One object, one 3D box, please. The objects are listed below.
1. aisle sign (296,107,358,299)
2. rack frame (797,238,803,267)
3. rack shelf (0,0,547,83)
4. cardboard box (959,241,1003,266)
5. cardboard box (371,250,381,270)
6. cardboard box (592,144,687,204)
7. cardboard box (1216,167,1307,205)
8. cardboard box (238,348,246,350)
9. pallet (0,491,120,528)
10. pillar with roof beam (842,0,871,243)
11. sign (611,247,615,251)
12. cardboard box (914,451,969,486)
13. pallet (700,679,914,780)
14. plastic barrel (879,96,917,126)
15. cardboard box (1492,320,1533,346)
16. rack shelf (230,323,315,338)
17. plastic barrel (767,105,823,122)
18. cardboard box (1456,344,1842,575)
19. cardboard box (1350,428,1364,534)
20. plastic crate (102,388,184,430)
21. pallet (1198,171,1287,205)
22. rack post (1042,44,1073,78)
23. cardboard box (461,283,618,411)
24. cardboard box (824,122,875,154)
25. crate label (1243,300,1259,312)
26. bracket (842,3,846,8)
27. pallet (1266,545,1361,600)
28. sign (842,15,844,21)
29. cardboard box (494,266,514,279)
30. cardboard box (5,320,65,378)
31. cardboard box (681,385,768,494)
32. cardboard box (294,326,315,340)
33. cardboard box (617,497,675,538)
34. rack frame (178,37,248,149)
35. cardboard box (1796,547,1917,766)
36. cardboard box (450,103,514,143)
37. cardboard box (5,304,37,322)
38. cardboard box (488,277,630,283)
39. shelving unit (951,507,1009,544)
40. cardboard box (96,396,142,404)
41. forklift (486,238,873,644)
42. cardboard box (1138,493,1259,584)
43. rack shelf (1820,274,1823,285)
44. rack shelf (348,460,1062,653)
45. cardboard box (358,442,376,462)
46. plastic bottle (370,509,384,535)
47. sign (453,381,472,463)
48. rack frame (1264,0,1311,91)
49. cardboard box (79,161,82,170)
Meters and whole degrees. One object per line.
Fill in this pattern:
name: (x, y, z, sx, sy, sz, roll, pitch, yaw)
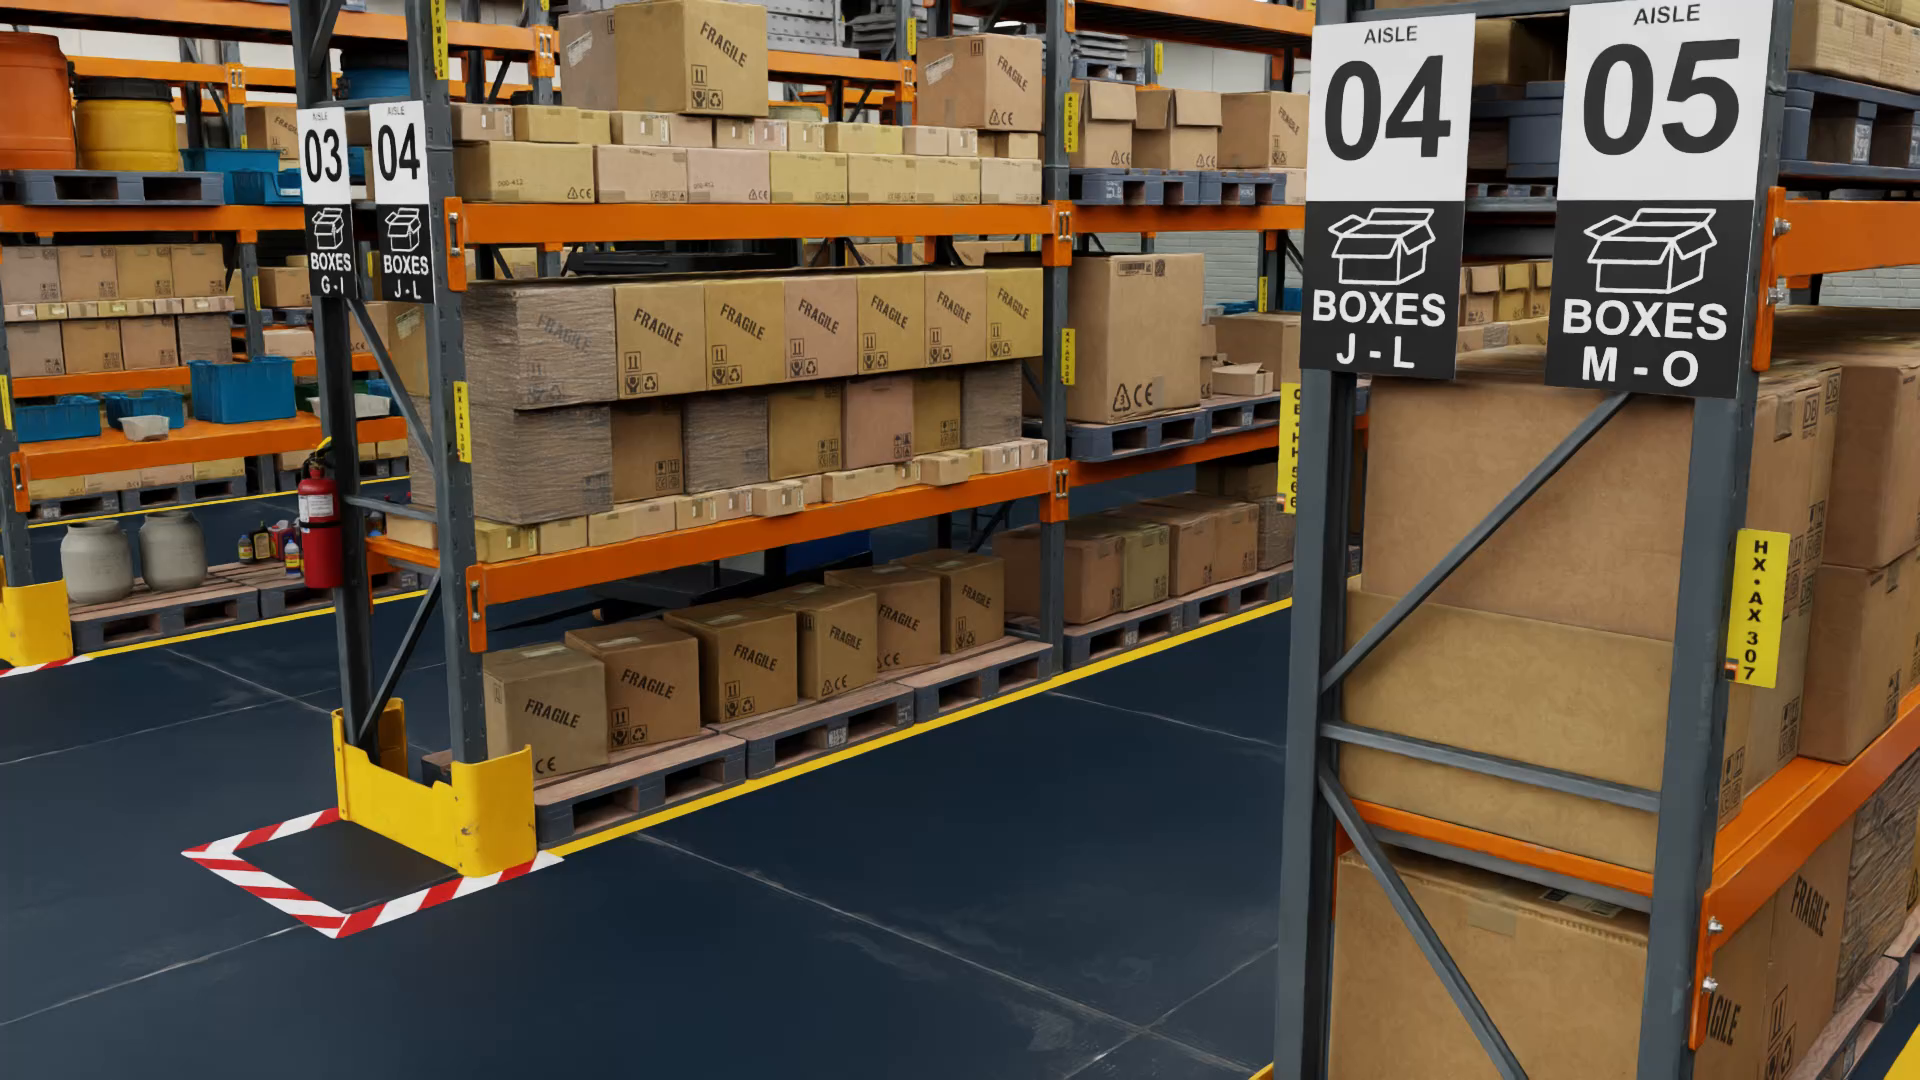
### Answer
aisle sign: (-2.692, -1.429, 7.071, 0.394, 0.787, 0.004, 10, 15, 40)
rack frame: (-3.027, -4.400, 28.582, 1.000, 3.000, 0.127, 10, 15, 40)
rack shelf: (-4.826, -3.452, 11.378, 1.077, 0.370, 4.000, 10, 15, 40)
cardboard box: (0.277, -4.124, 24.392, 0.500, 0.500, 0.500, 10, 15, 42)
cardboard box: (-7.795, -3.833, 22.763, 0.500, 0.250, 0.500, 10, 15, 42)
cardboard box: (-1.578, -1.636, 7.469, 0.500, 0.250, 0.500, 9, 15, 39)
cardboard box: (2.074, -2.449, 11.539, 0.500, 0.250, 0.500, 10, 15, 42)
cardboard box: (-9.167, -2.392, 21.874, 0.500, 0.250, 0.500, 10, 15, 41)
pallet: (-8.586, -0.335, 15.350, 1.003, 0.211, 1.213, 10, 15, 40)
pillar with roof beam: (1.340, -7.294, 27.756, 9.100, 9.000, 0.548, 10, 15, 40)
sign: (-5.253, -4.272, 25.186, 0.100, 0.325, 0.005, 10, 15, 40)
cardboard box: (-0.170, -0.405, 9.220, 0.380, 0.149, 0.250, 10, 15, 40)
pallet: (-1.008, 0.938, 8.976, 1.003, 0.211, 1.213, 10, 15, 40)
plastic barrel: (-0.489, -3.913, 16.315, 0.600, 0.830, 0.708, 10, 15, 40)
cardboard box: (4.720, -1.685, 14.736, 0.500, 0.500, 0.500, 10, 15, 40)
rack shelf: (-9.628, -2.576, 21.286, 1.077, 0.370, 4.000, 10, 15, 40)
plastic barrel: (-1.571, -3.566, 15.469, 0.600, 0.901, 0.600, 0, 11, 0)
cardboard box: (1.801, -0.214, 4.484, 0.875, 0.550, 0.550, 10, 15, 40)
cardboard box: (3.326, -0.564, 13.732, 1.225, 0.875, 0.875, 9, 14, 38)
plastic crate: (-5.608, -0.899, 11.435, 0.499, 0.251, 0.408, 10, 15, 40)
pallet: (1.384, -2.322, 11.000, 1.213, 0.211, 1.003, 10, 15, 40)
rack post: (0.534, -4.913, 17.110, 0.954, 0.300, 0.937, -10, 15, -41)
cardboard box: (-1.858, -0.856, 7.269, 0.500, 0.500, 0.500, 10, 15, 40)
cardboard box: (-0.649, -2.026, 8.404, 0.380, 0.149, 0.250, 11, 16, 43)
crate label: (4.005, -3.073, 22.211, 0.416, 0.233, 0.303, 10, 15, 40)
bracket: (-3.613, -9.127, 27.745, 0.076, 0.066, 4.783, 10, 15, 40)
pallet: (2.338, 0.181, 12.768, 1.003, 0.211, 1.213, 10, 15, 40)
sign: (-1.523, -6.578, 21.382, 0.100, 0.325, 0.005, 10, 15, 40)
cardboard box: (-6.776, -3.692, 23.973, 0.500, 0.500, 0.500, 10, 15, 42)
cardboard box: (-8.527, -1.750, 15.060, 0.700, 0.500, 0.500, 10, 15, 42)
cardboard box: (-1.440, -0.554, 8.311, 0.875, 0.500, 0.500, 10, 15, 40)
cardboard box: (-6.782, -2.082, 17.318, 0.396, 0.266, 0.258, 9, 15, 39)
cardboard box: (-1.554, -0.121, 7.801, 0.380, 0.149, 0.250, 10, 15, 40)
rack frame: (-7.224, -4.936, 15.951, 1.000, 3.000, 0.127, 10, 15, 40)
cardboard box: (2.255, 0.248, 4.930, 0.875, 0.550, 0.550, 10, 15, 40)
cardboard box: (-2.071, -1.728, 6.912, 0.380, 0.149, 0.250, 10, 15, 40)
cardboard box: (-8.429, -2.029, 14.800, 0.380, 0.149, 0.250, 10, 15, 41)
cardboard box: (-1.923, -0.997, 7.977, 0.500, 0.500, 0.500, 10, 15, 40)
shelving unit: (0.109, -1.054, 14.127, 0.431, 2.100, 0.503, 10, 15, 40)
cardboard box: (-8.090, -1.117, 16.181, 0.500, 0.500, 0.500, 10, 15, 40)
forklift: (-1.868, -0.873, 11.101, 1.130, 2.935, 3.031, 7, 13, 32)
cardboard box: (1.702, -0.023, 11.926, 0.500, 0.500, 0.700, -11, 15, -43)
rack shelf: (5.194, -1.469, 8.088, 1.077, 0.370, 4.000, 10, 15, 40)
rack shelf: (-1.106, -0.066, 8.720, 1.077, 0.370, 4.000, 10, 15, 40)
cardboard box: (-6.434, -0.954, 17.279, 0.500, 0.250, 0.500, 10, 15, 42)
plastic bottle: (-4.544, -0.112, 12.956, 0.097, 0.271, 0.097, 0, 11, 0)
sign: (-2.018, -0.479, 6.741, 0.100, 0.325, 0.005, 10, 15, 40)
rack frame: (4.415, -6.061, 21.581, 1.000, 3.000, 0.127, 10, 15, 40)
cardboard box: (-7.815, -3.404, 15.149, 0.380, 0.149, 0.250, 10, 15, 40)
